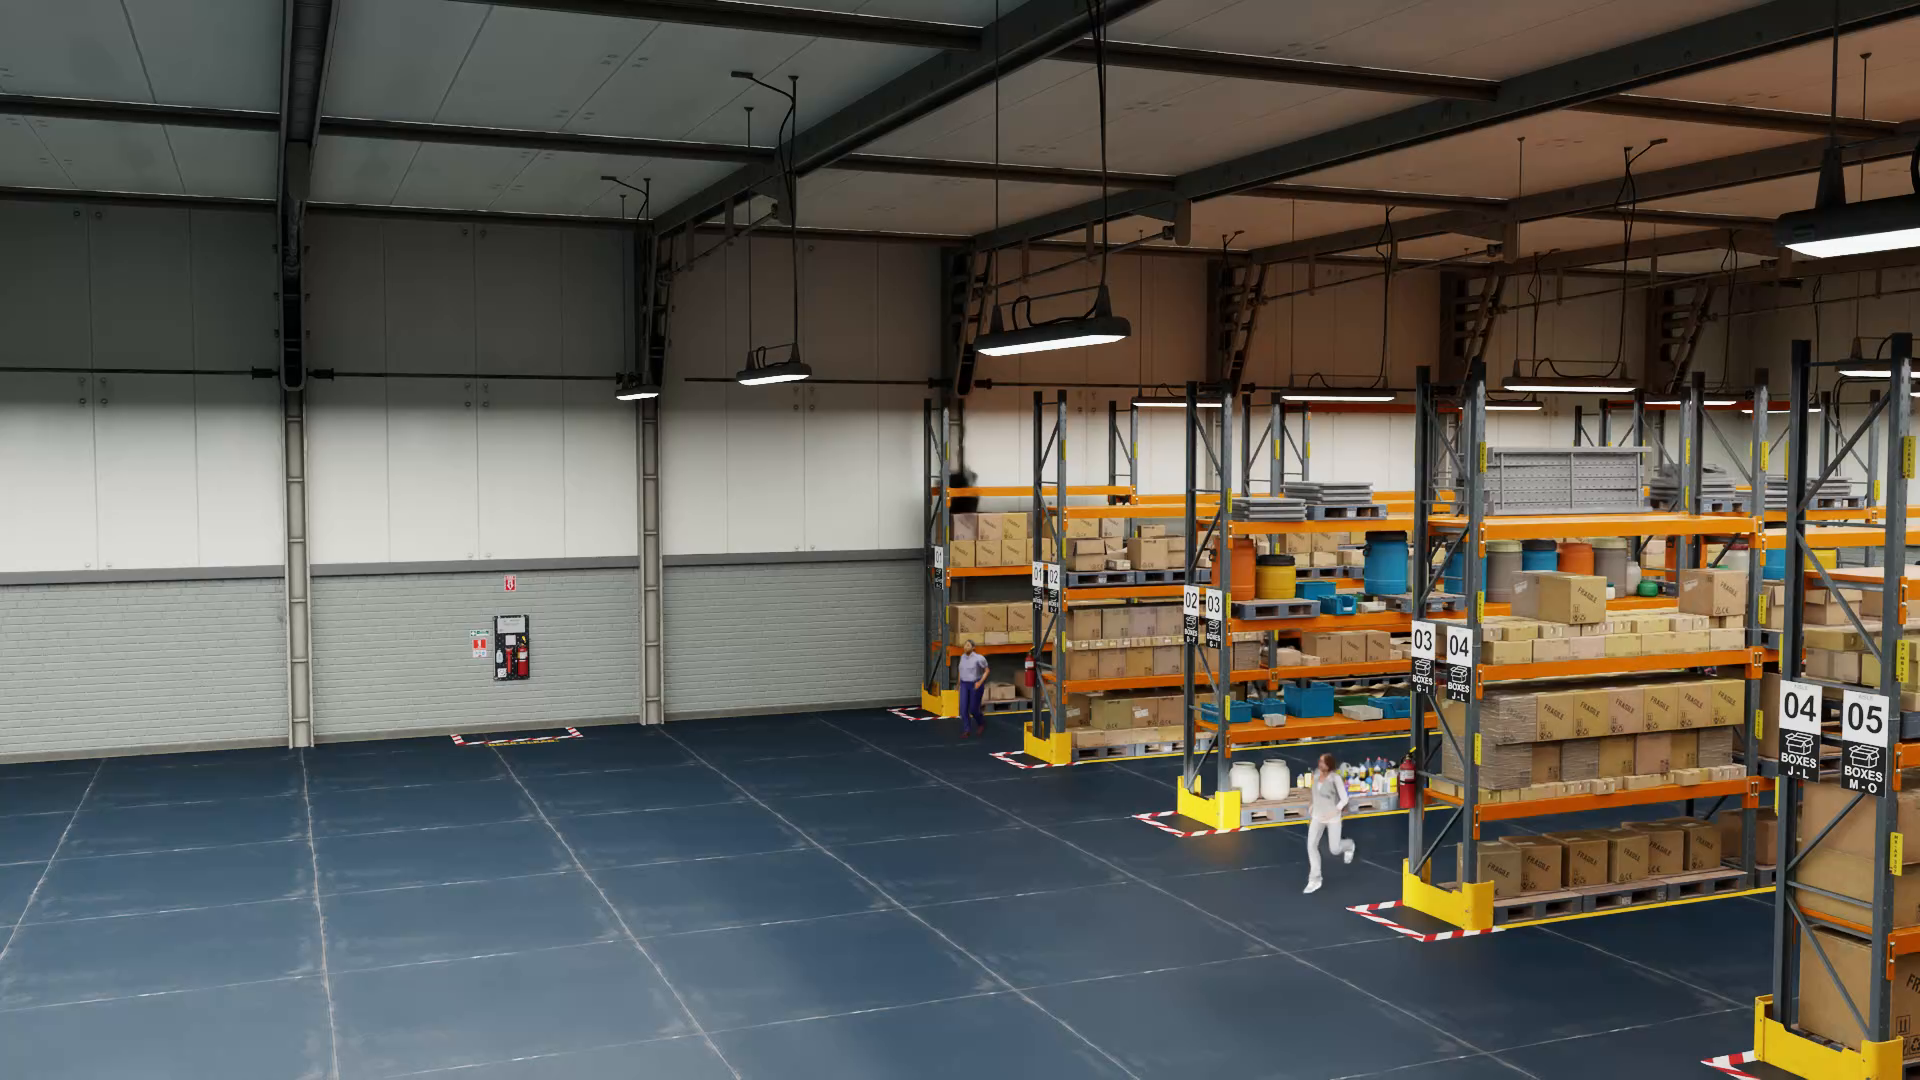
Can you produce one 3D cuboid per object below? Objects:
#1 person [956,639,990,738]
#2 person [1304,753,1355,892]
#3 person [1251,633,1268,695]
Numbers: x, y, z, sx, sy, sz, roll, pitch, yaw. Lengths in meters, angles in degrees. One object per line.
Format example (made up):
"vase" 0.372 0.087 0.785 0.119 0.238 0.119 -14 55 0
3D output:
"person" 0.219 2.450 27.500 0.608 1.629 0.600 2 4 33
"person" 4.295 3.263 19.376 0.521 1.577 0.909 3 5 42
"person" 5.611 2.524 30.888 0.842 1.670 0.632 -2 4 -25
